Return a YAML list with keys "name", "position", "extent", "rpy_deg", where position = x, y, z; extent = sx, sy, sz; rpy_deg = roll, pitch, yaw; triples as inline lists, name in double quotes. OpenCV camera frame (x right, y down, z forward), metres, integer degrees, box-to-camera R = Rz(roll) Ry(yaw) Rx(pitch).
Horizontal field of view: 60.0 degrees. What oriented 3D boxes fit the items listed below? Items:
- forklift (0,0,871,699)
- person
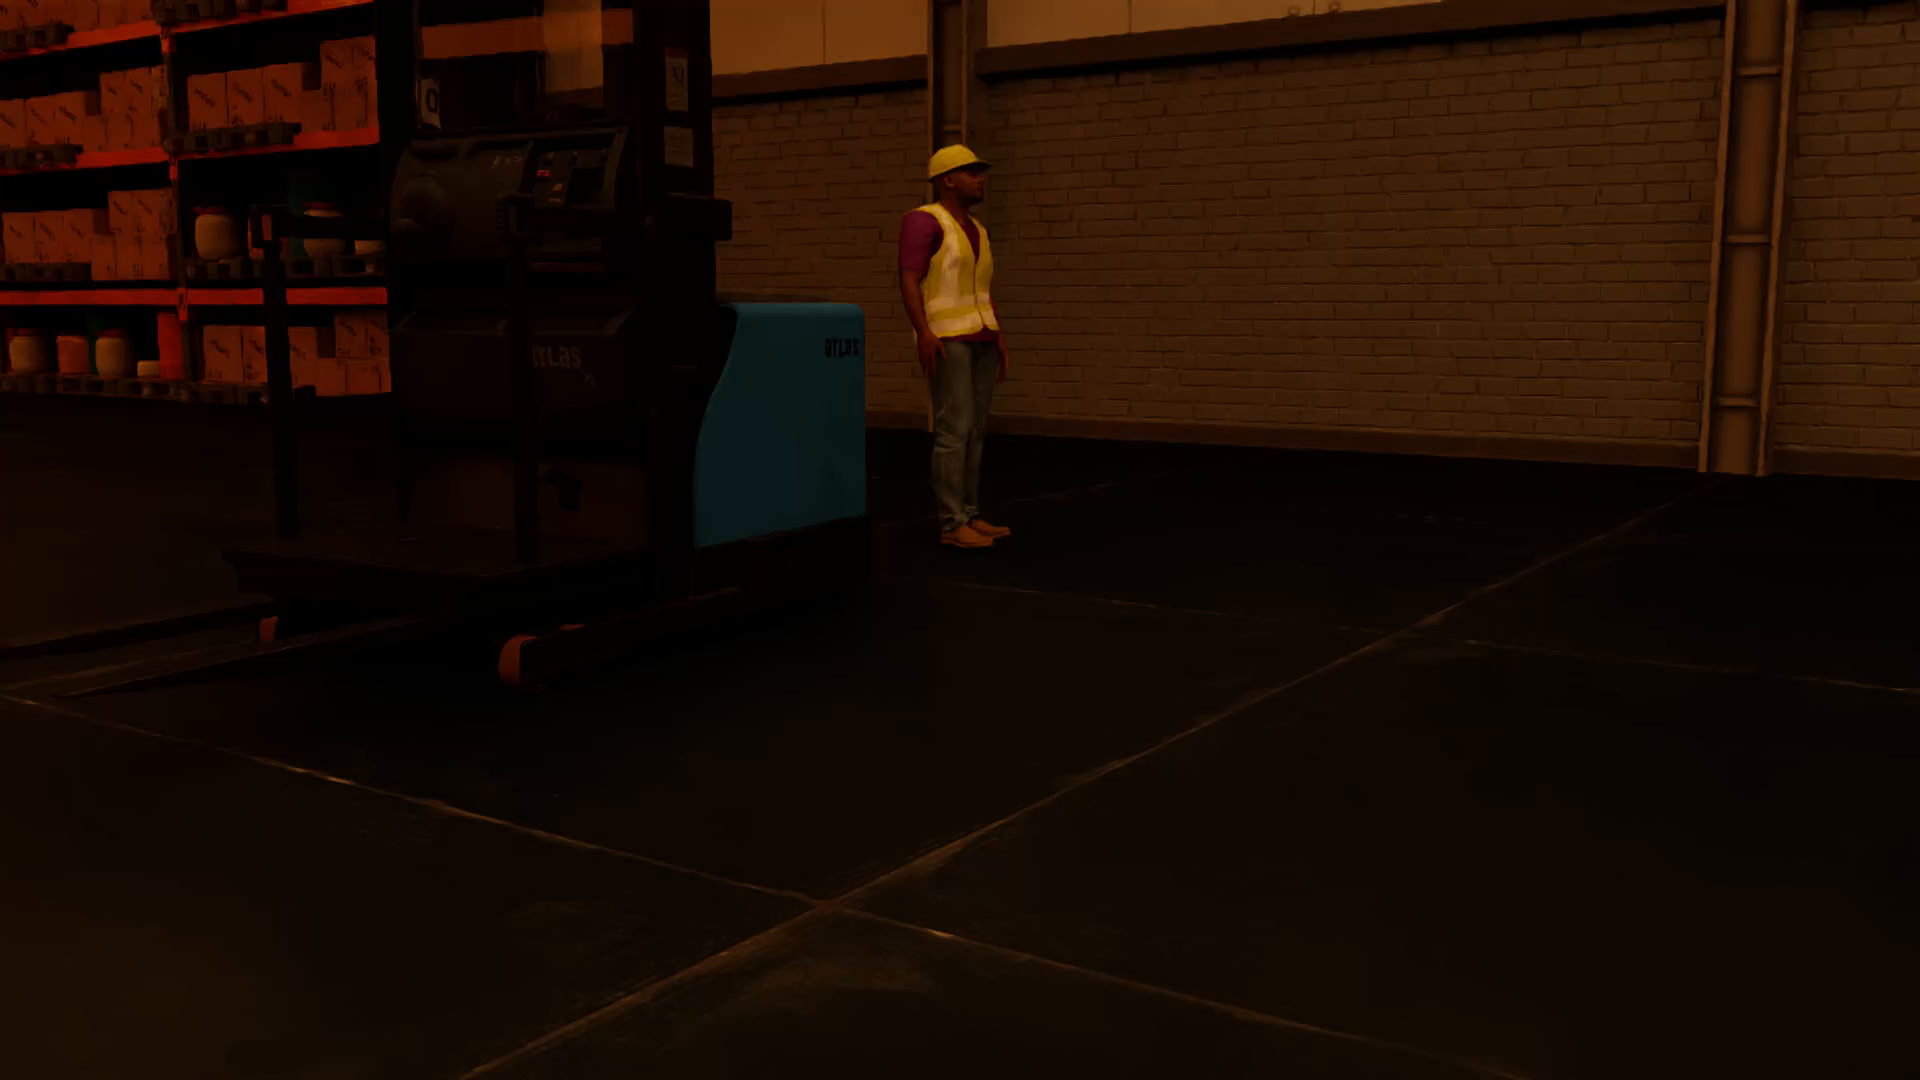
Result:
- name: "forklift"
  position: [-1.494, -1.098, 4.915]
  extent: [1.130, 2.935, 3.031]
  rpy_deg: [5, 9, 29]
- name: "person"
  position: [0.055, -0.875, 7.435]
  extent: [0.576, 1.766, 0.665]
  rpy_deg: [5, 10, 34]
